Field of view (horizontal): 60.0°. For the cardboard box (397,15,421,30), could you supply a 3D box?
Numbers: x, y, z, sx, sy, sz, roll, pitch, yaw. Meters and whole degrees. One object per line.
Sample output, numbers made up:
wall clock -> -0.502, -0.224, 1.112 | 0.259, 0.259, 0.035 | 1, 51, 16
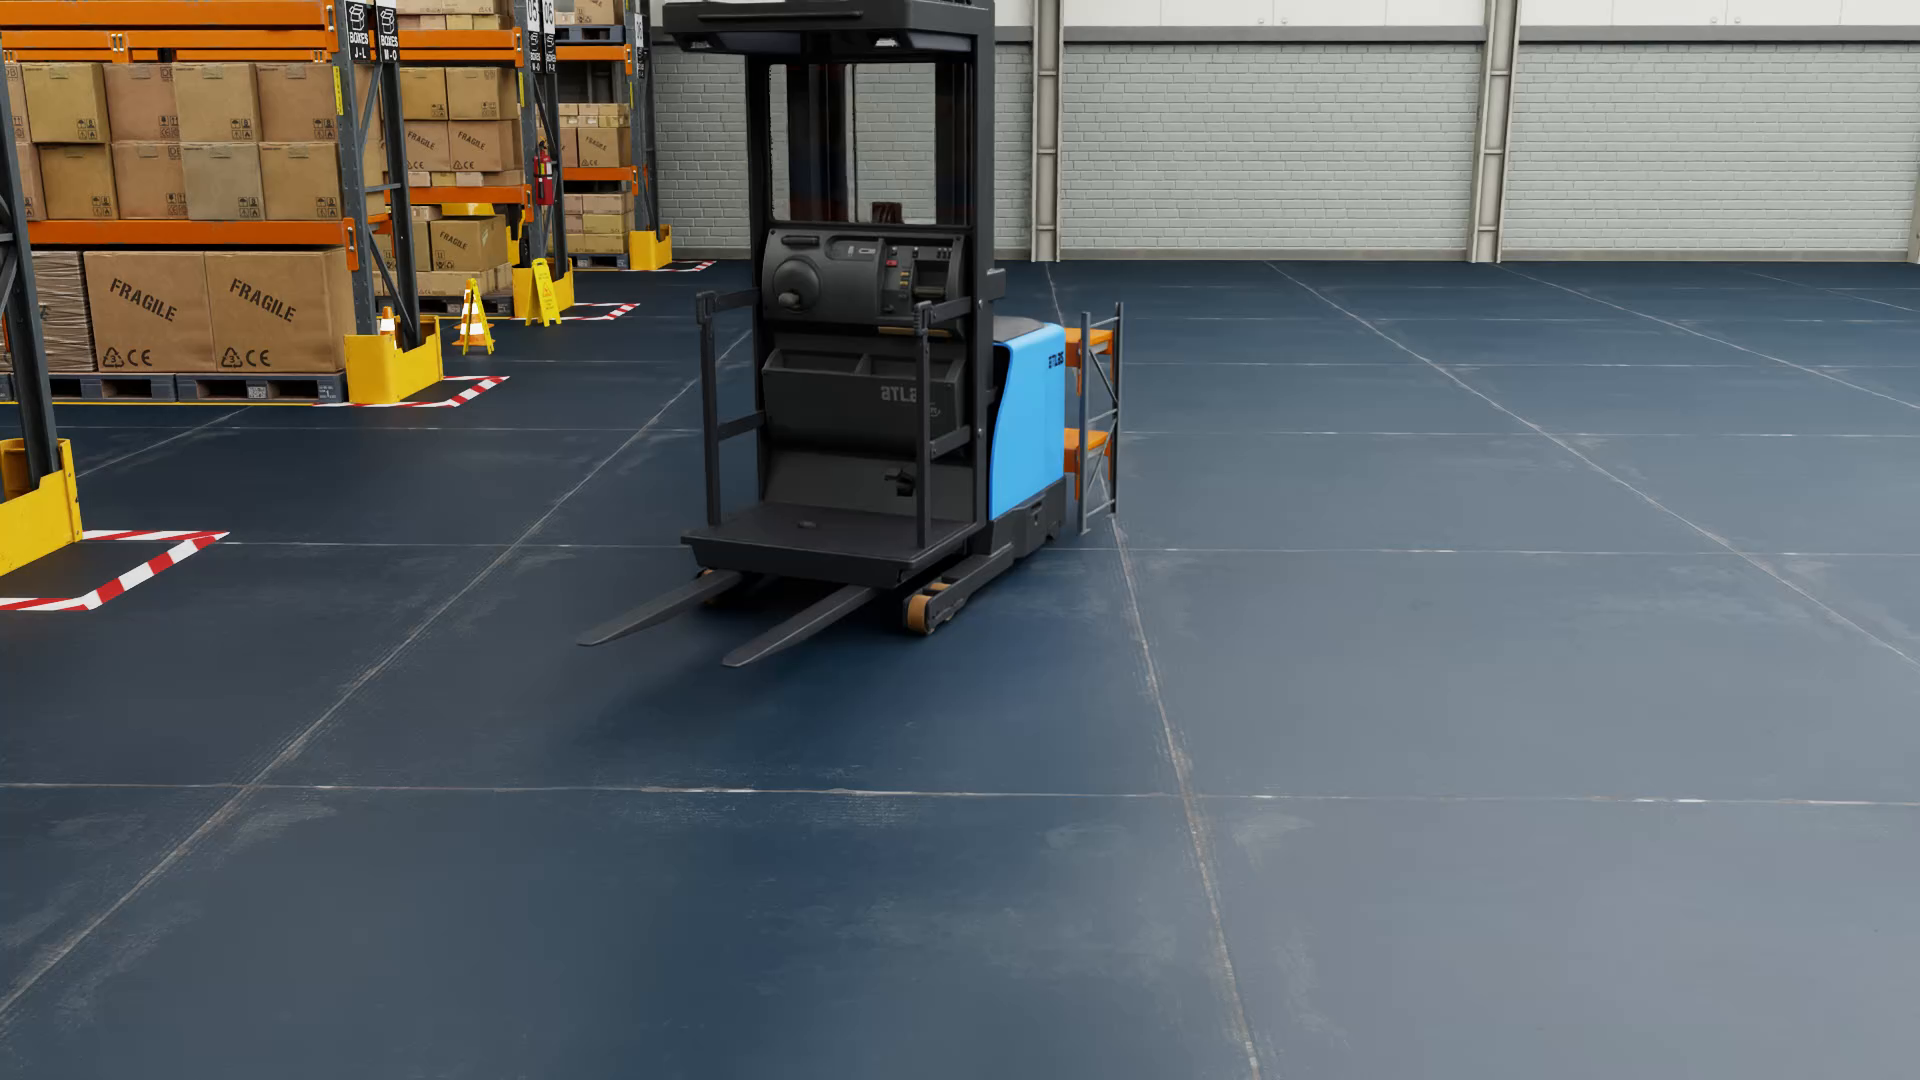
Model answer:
cardboard box -> -5.399, -5.132, 16.523 | 0.250, 0.149, 0.380 | 0, 15, 2

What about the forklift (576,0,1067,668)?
forklift -> -0.503, -1.149, 6.950 | 1.130, 2.935, 3.031 | 6, 16, 22

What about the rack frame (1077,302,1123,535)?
rack frame -> 0.720, -0.628, 8.517 | 0.032, 1.125, 0.500 | 7, 16, 25

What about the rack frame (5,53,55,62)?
rack frame -> -12.144, -5.168, 22.046 | 0.127, 3.000, 1.000 | 0, 15, 1

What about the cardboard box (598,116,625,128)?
cardboard box -> -4.500, -5.408, 21.491 | 0.250, 0.149, 0.380 | 1, 15, 2

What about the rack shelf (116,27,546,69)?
rack shelf -> -6.269, -4.965, 16.809 | 4.000, 0.370, 1.077 | 0, 15, 1

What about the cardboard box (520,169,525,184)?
cardboard box -> -4.604, -3.783, 17.291 | 0.250, 0.149, 0.380 | 0, 15, 2

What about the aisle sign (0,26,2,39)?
aisle sign -> -4.453, -2.655, 7.429 | 0.004, 0.787, 0.394 | 0, 15, 1

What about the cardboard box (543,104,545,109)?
cardboard box -> -5.266, -5.579, 21.555 | 0.250, 0.149, 0.380 | 0, 15, 2

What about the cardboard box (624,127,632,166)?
cardboard box -> -4.635, -5.238, 22.117 | 0.500, 0.500, 0.500 | 1, 15, 3

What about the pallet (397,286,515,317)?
pallet -> -5.157, -2.516, 17.463 | 1.213, 0.211, 1.003 | 0, 15, 1

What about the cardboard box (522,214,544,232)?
cardboard box -> -5.659, -4.158, 21.807 | 0.500, 0.250, 0.500 | 0, 15, 0

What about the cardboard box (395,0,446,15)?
cardboard box -> -5.290, -5.313, 16.428 | 0.500, 0.250, 0.500 | 0, 15, 1

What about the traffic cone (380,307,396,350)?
traffic cone -> -4.789, -1.725, 13.973 | 0.334, 0.463, 0.336 | 0, 15, 1

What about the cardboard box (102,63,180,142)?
cardboard box -> -5.773, -3.212, 12.223 | 0.550, 0.550, 0.875 | 0, 15, 1

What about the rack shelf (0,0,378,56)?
rack shelf -> -6.294, -3.702, 12.022 | 4.000, 0.370, 1.077 | 0, 15, 1

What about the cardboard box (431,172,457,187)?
cardboard box -> -5.161, -3.656, 16.811 | 0.250, 0.149, 0.380 | 0, 15, 0

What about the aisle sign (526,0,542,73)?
aisle sign -> -4.215, -5.032, 16.437 | 0.004, 0.787, 0.394 | 0, 15, 1

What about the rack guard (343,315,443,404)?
rack guard -> -4.271, -1.378, 12.582 | 0.348, 0.500, 1.175 | 0, 15, 1

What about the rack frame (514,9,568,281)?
rack frame -> -4.269, -3.850, 17.051 | 0.127, 3.000, 1.000 | 0, 15, 1

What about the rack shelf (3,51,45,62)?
rack shelf -> -14.143, -6.283, 21.805 | 4.000, 0.370, 1.077 | 0, 15, 1

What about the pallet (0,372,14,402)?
pallet -> -7.535, -1.239, 12.624 | 1.213, 0.211, 1.003 | 0, 15, 1

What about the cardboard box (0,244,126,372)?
cardboard box -> -6.765, -1.761, 12.478 | 0.875, 0.875, 0.875 | 0, 15, 2

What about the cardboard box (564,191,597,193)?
cardboard box -> -5.122, -4.526, 22.222 | 0.500, 0.250, 0.500 | 0, 15, 2

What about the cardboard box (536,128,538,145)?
cardboard box -> -5.676, -5.109, 21.629 | 0.500, 0.500, 0.500 | 0, 15, 0

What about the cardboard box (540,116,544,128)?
cardboard box -> -5.262, -5.424, 21.551 | 0.250, 0.149, 0.380 | 0, 15, 1

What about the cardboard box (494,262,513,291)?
cardboard box -> -5.069, -2.799, 17.635 | 0.500, 0.250, 0.500 | 0, 15, 1

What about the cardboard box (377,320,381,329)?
cardboard box -> -5.631, -1.964, 15.494 | 0.250, 0.149, 0.380 | 9, 17, 30

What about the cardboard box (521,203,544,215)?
cardboard box -> -5.630, -4.398, 21.738 | 0.500, 0.250, 0.500 | 1, 15, 2

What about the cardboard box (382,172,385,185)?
cardboard box -> -5.929, -3.666, 16.849 | 0.250, 0.149, 0.380 | 0, 15, 1

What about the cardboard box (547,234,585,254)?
cardboard box -> -5.121, -3.917, 21.874 | 0.500, 0.250, 0.500 | 0, 15, 1

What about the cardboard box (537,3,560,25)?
cardboard box -> -5.236, -6.682, 21.150 | 0.258, 0.266, 0.396 | 0, 15, 2

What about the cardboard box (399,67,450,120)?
cardboard box -> -5.291, -4.478, 16.694 | 0.500, 0.500, 0.700 | 1, 15, 2

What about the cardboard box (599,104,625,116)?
cardboard box -> -4.510, -5.570, 21.521 | 0.250, 0.149, 0.380 | 0, 15, 2

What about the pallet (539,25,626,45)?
pallet -> -4.853, -6.534, 21.520 | 1.213, 0.211, 1.003 | 0, 15, 1

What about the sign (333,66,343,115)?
sign -> -4.323, -3.123, 11.562 | 0.005, 0.325, 0.100 | 0, 15, 1

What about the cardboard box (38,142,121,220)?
cardboard box -> -6.305, -2.677, 12.311 | 0.500, 0.550, 0.875 | 0, 15, 1

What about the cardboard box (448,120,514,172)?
cardboard box -> -4.819, -3.975, 16.747 | 0.500, 0.500, 0.500 | 0, 15, 0

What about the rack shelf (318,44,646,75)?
rack shelf -> -6.146, -6.231, 21.607 | 4.000, 0.370, 1.077 | 0, 15, 1

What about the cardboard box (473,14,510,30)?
cardboard box -> -4.633, -5.109, 16.439 | 0.250, 0.149, 0.380 | 0, 15, 2

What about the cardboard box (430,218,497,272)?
cardboard box -> -5.077, -3.024, 17.020 | 0.500, 0.500, 0.500 | 0, 15, 2

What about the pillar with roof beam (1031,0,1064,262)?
pillar with roof beam -> 1.069, -7.114, 17.663 | 0.400, 9.000, 9.100 | 0, 15, 1

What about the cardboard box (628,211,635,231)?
cardboard box -> -4.611, -4.287, 22.295 | 0.500, 0.250, 0.500 | 1, 15, 2

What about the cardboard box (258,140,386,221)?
cardboard box -> -4.667, -2.650, 12.210 | 0.550, 0.550, 0.875 | 0, 15, 1

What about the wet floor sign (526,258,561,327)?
wet floor sign -> -4.107, -2.437, 16.312 | 0.232, 0.644, 0.267 | 6, 16, 21

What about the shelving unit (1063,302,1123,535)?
shelving unit -> 0.264, -0.686, 8.735 | 1.048, 1.125, 0.538 | 7, 16, 25

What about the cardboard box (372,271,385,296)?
cardboard box -> -6.125, -2.667, 17.136 | 0.500, 0.250, 0.500 | 0, 15, -1

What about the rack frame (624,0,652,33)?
rack frame -> -4.146, -8.016, 21.084 | 0.127, 3.000, 1.000 | 0, 15, 1
